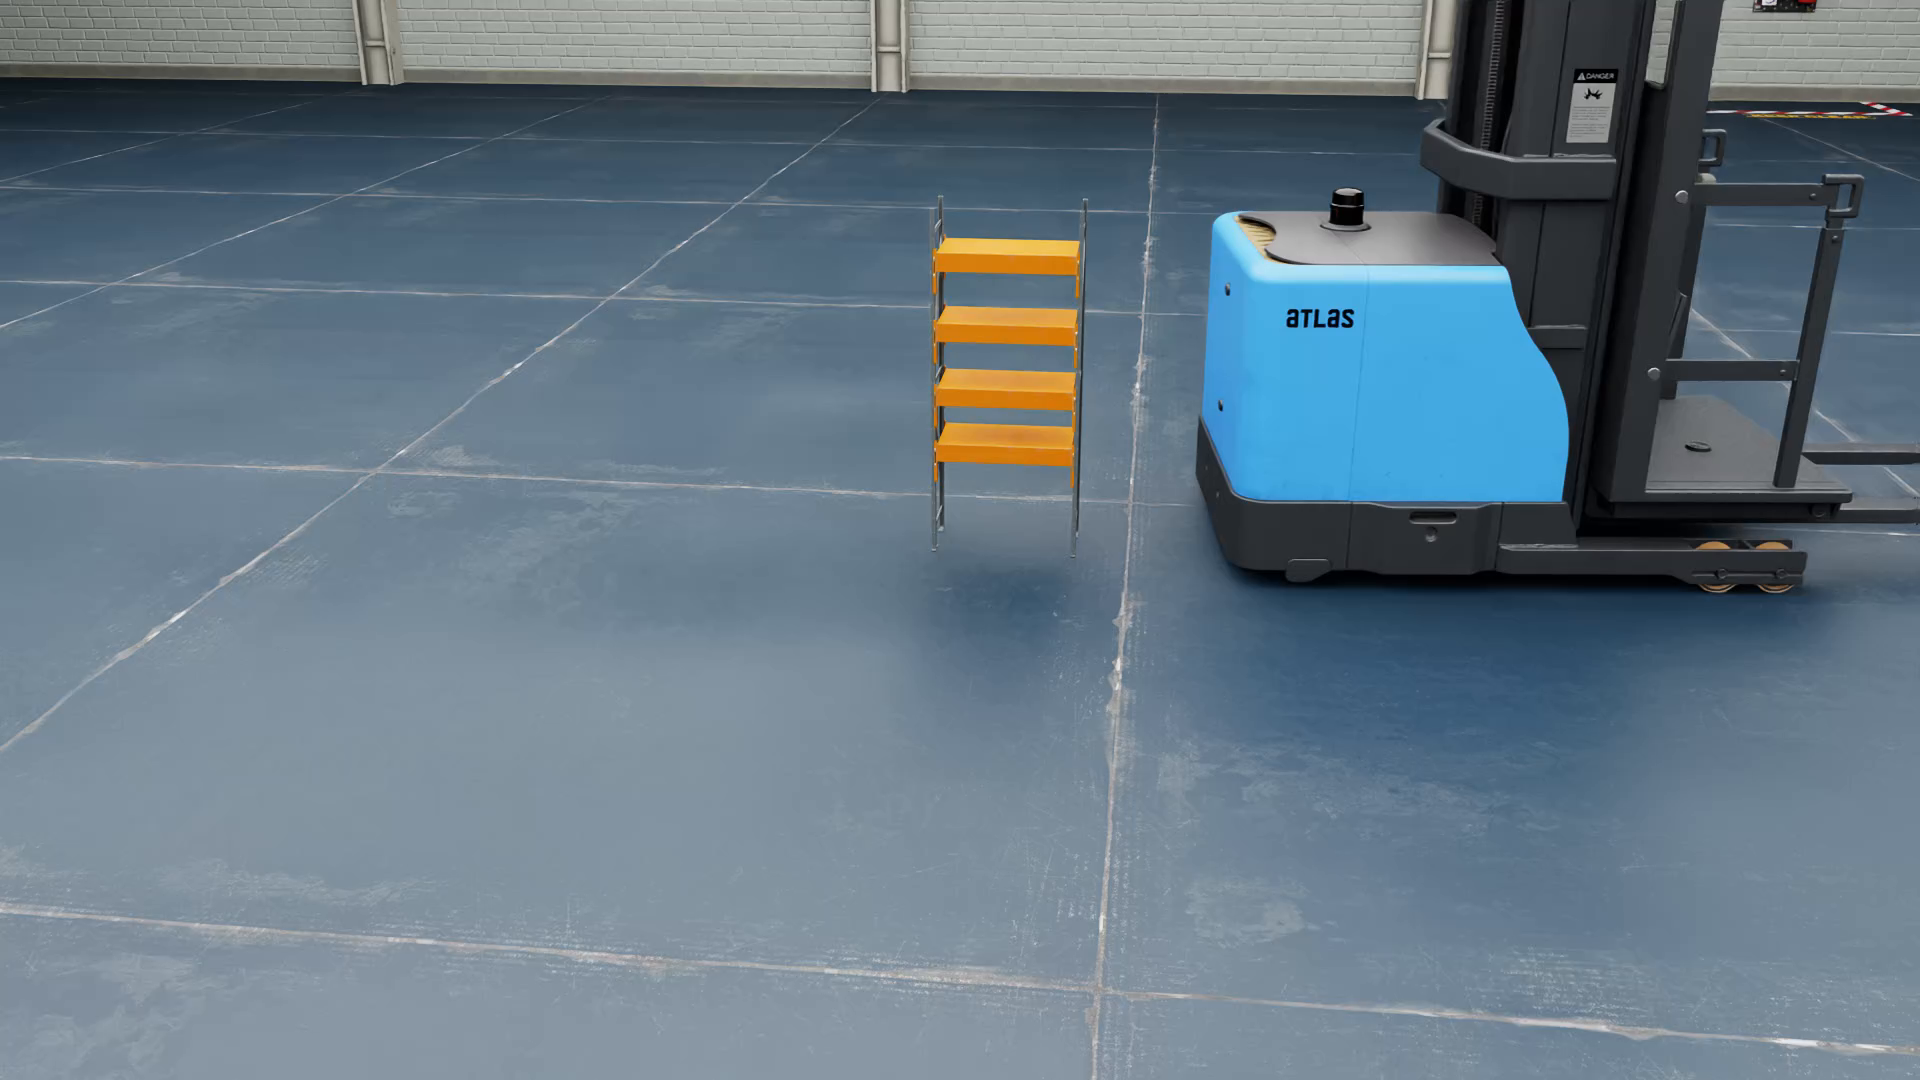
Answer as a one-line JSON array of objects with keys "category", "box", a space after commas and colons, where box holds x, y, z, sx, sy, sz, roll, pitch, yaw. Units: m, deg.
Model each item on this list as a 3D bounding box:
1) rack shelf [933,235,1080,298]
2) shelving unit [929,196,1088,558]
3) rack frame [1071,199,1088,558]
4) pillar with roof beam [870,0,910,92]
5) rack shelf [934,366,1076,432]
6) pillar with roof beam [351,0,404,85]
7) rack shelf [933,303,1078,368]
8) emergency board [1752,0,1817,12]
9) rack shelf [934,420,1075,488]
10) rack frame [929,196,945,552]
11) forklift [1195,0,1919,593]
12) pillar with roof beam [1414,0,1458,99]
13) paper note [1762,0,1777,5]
[{"category": "rack shelf", "box": [0.164, -0.916, 5.557, 0.480, 0.148, 0.258, 2, 22, 6]}, {"category": "shelving unit", "box": [0.164, -0.551, 5.701, 0.503, 1.200, 0.258, 2, 22, 6]}, {"category": "rack frame", "box": [0.407, -0.540, 5.674, 0.015, 1.200, 0.240, 2, 22, 6]}, {"category": "pillar with roof beam", "box": [-1.288, -7.697, 13.169, 0.400, 9.000, 9.100, 2, 22, 6]}, {"category": "rack shelf", "box": [0.164, -0.488, 5.726, 0.480, 0.148, 0.258, 2, 22, 6]}, {"category": "pillar with roof beam", "box": [-7.247, -7.956, 13.825, 0.400, 9.000, 9.100, 2, 22, 6]}, {"category": "rack shelf", "box": [0.164, -0.696, 5.644, 0.480, 0.148, 0.258, 2, 22, 6]}, {"category": "emergency board", "box": [8.685, -6.080, 17.240, 0.643, 1.169, 0.194, 2, 22, 6]}, {"category": "rack shelf", "box": [0.164, -0.304, 5.799, 0.480, 0.148, 0.258, 2, 22, 6]}, {"category": "rack frame", "box": [-0.078, -0.561, 5.728, 0.015, 1.200, 0.240, 2, 22, 6]}, {"category": "forklift", "box": [2.413, -1.384, 5.454, 3.031, 2.935, 1.130, 0, 22, 0]}, {"category": "pillar with roof beam", "box": [4.670, -7.437, 12.512, 0.400, 9.000, 9.100, 2, 22, 6]}, {"category": "paper note", "box": [8.518, -5.704, 17.485, 0.142, 0.148, 0.016, 2, 22, 6]}]
